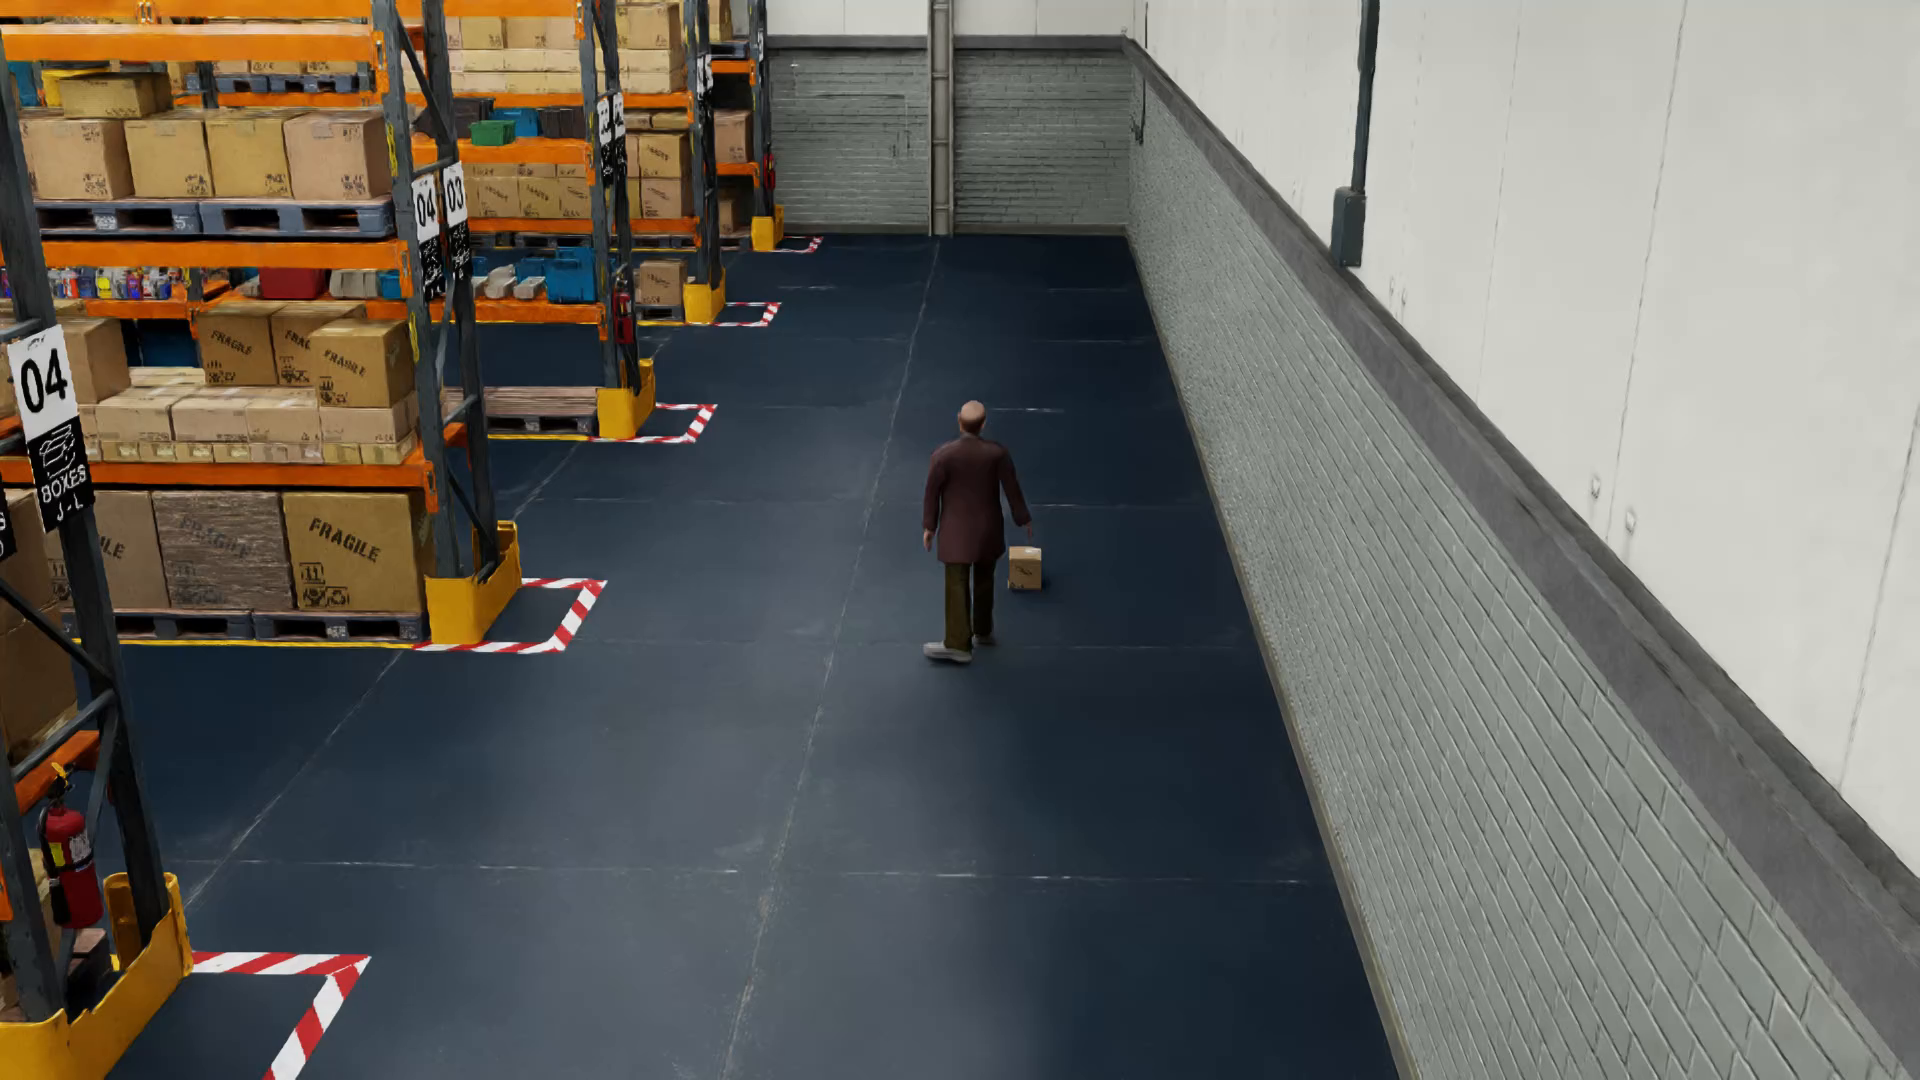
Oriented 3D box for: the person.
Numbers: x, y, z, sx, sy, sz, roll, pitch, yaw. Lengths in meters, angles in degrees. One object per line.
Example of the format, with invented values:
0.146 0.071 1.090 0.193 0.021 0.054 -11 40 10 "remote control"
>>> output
0.106 -0.099 11.347 0.791 1.774 0.697 -4 21 -11 "person"
